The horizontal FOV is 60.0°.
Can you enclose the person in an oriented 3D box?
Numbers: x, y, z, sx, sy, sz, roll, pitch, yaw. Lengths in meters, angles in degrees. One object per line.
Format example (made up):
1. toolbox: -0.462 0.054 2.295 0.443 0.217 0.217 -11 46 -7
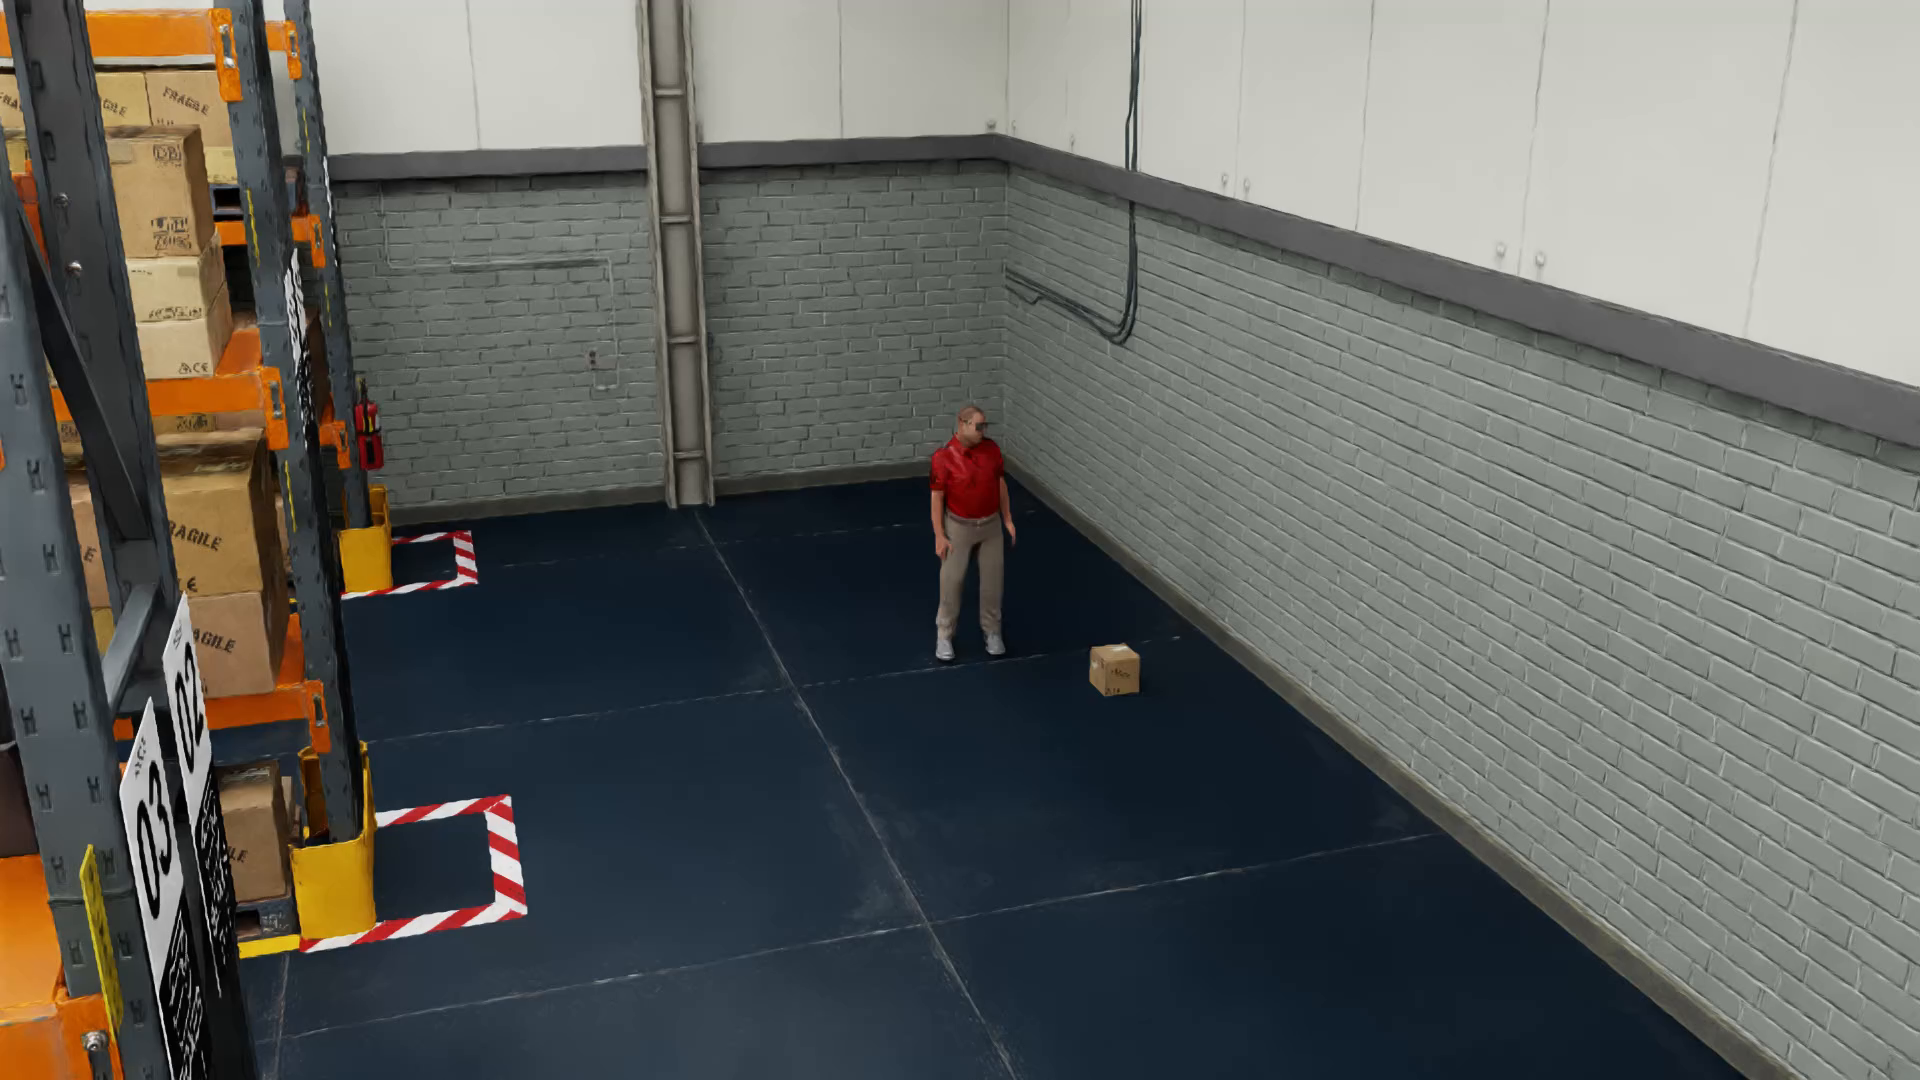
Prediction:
1. person: 0.089 -0.059 11.187 0.583 1.731 0.418 -10 21 -26
